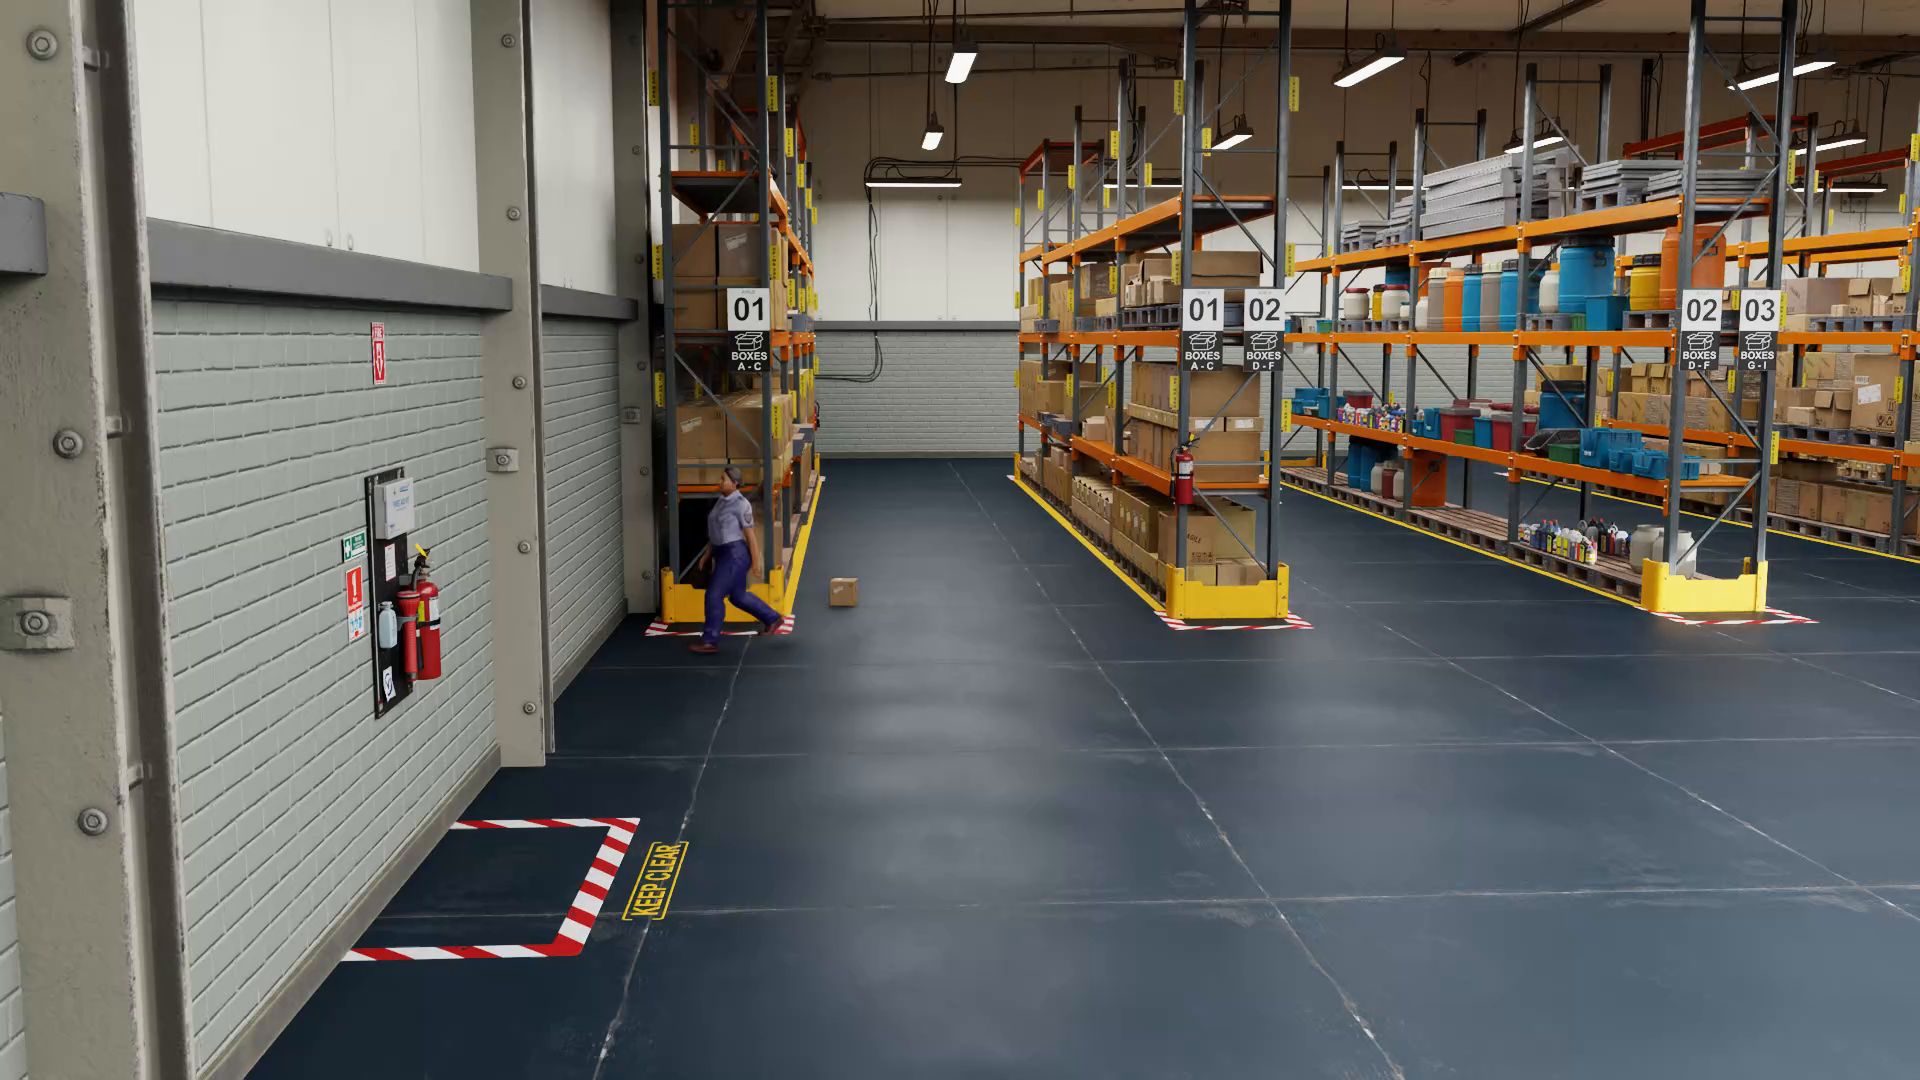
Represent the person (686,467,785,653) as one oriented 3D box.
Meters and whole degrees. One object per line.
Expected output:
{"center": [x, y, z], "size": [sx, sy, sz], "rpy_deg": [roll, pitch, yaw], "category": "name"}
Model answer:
{"center": [-1.982, 0.155, 14.581], "size": [1.005, 1.598, 0.482], "rpy_deg": [-4, 8, -28], "category": "person"}
